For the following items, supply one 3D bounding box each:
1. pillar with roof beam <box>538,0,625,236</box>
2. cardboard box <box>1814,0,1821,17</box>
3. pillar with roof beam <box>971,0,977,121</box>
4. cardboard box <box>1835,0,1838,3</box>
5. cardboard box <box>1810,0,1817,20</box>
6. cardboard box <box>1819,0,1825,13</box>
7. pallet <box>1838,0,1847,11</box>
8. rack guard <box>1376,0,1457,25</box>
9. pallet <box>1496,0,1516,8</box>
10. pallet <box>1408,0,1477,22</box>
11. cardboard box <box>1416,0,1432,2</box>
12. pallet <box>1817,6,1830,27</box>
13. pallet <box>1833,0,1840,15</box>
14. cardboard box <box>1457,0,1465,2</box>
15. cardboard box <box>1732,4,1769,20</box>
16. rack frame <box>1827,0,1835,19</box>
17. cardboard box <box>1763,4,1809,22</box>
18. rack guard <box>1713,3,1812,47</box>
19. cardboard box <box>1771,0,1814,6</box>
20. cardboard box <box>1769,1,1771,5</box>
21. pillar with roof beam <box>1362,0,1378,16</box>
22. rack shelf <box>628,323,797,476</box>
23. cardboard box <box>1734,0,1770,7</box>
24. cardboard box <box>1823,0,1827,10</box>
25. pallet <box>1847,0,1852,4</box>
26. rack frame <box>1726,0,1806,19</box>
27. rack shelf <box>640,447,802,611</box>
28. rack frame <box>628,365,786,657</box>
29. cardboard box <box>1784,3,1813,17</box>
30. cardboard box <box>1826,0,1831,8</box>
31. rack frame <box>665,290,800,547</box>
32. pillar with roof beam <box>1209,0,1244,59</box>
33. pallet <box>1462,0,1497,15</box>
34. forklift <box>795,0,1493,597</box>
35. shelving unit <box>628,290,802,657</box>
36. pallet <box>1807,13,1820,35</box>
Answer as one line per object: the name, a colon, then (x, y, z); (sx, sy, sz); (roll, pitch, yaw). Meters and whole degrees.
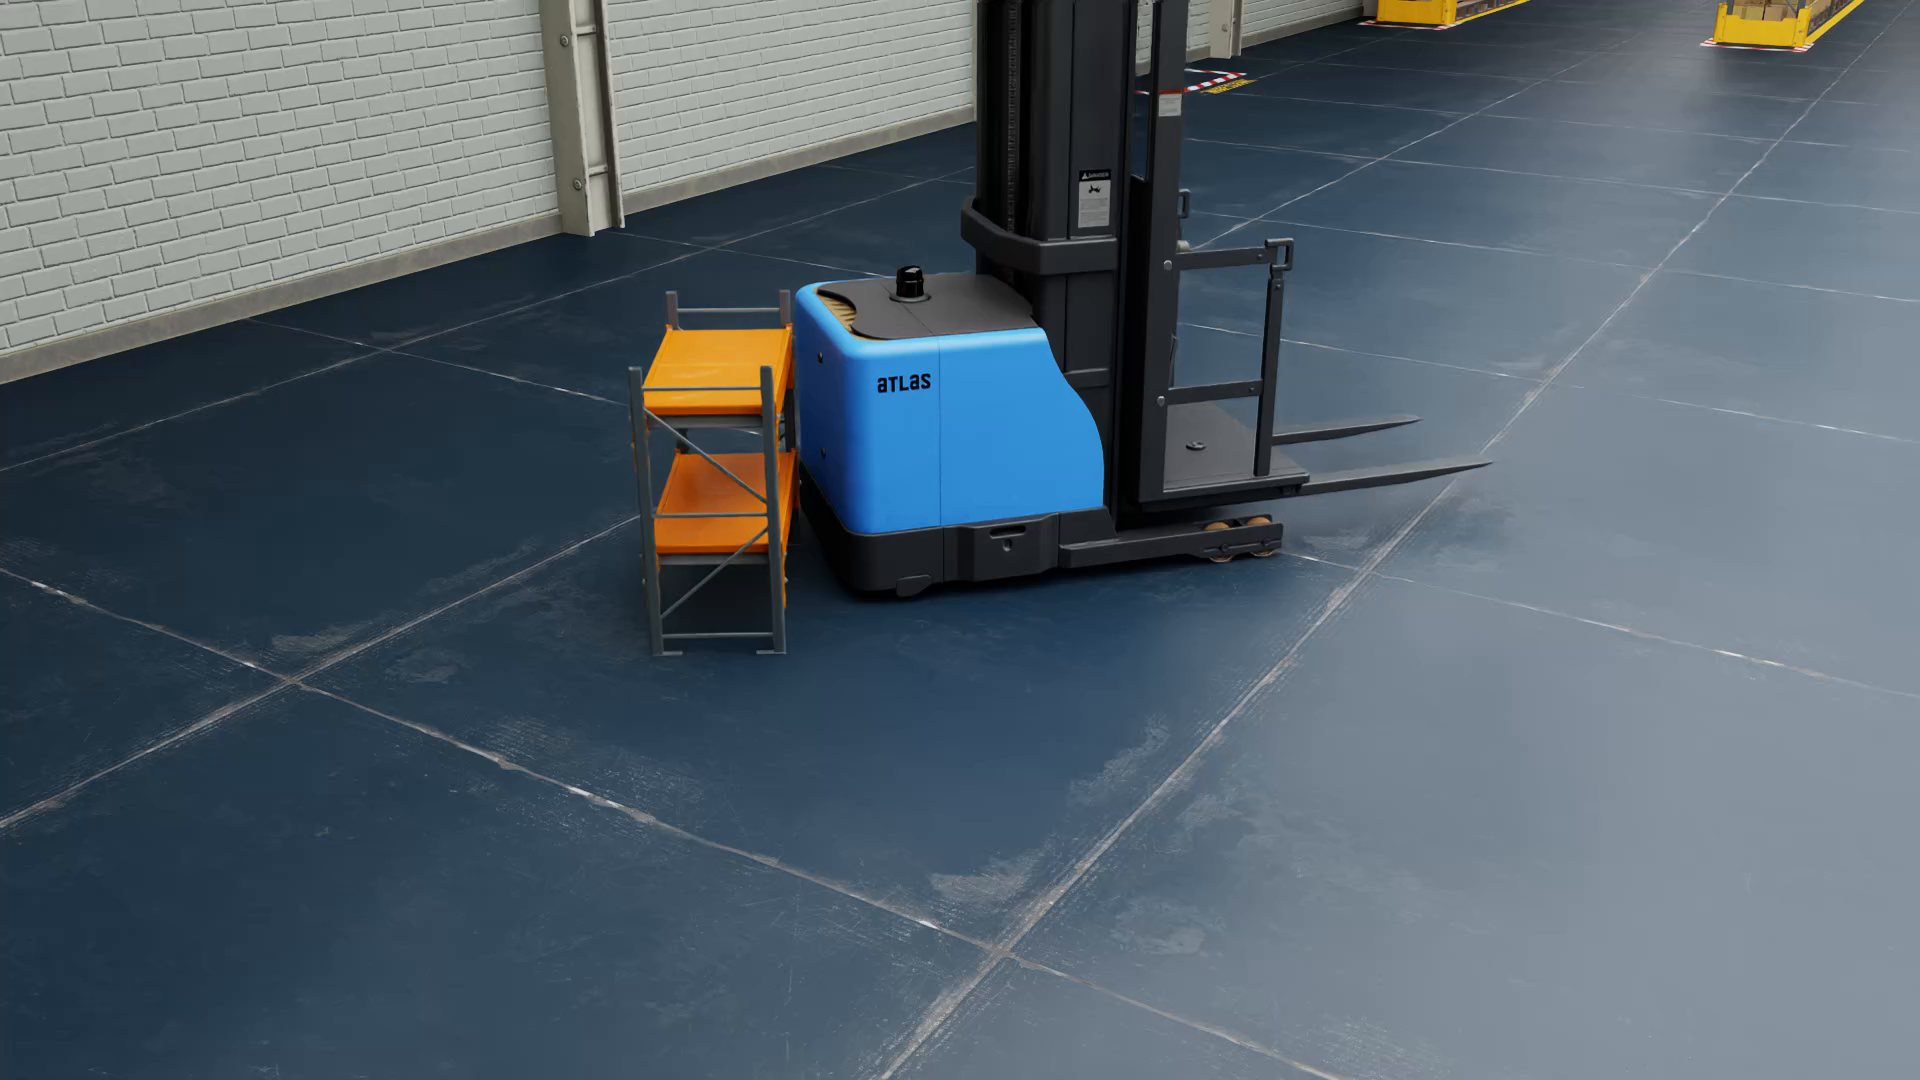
pillar with roof beam: (0.840, -5.614, 8.891); (9.100, 9.000, 0.400); (14, 27, 29)
cardboard box: (12.518, -7.955, 24.782); (0.500, 0.250, 0.500); (14, 27, 29)
pillar with roof beam: (4.005, -7.639, 13.568); (9.100, 9.000, 0.400); (14, 27, 29)
cardboard box: (13.787, -8.749, 26.616); (0.500, 0.250, 0.500); (13, 27, 28)
cardboard box: (12.251, -7.787, 24.395); (0.500, 0.250, 0.500); (14, 27, 29)
cardboard box: (12.782, -8.124, 25.172); (0.500, 0.250, 0.500); (14, 27, 29)
pallet: (14.362, -9.124, 28.061); (1.003, 0.211, 1.213); (14, 27, 29)
rack guard: (7.084, -8.299, 25.791); (1.175, 0.500, 0.348); (14, 27, 29)
pallet: (8.829, -9.257, 28.367); (1.003, 0.211, 1.213); (14, 27, 29)
pallet: (7.542, -8.433, 26.465); (1.003, 0.211, 1.213); (14, 27, 29)
cardboard box: (7.485, -8.603, 26.178); (0.500, 0.311, 0.500); (11, 26, 23)
pallet: (12.909, -8.194, 25.913); (1.003, 0.211, 1.213); (14, 27, 29)
pallet: (13.719, -8.711, 27.106); (1.003, 0.211, 1.213); (14, 27, 29)
cardboard box: (7.786, -8.796, 26.623); (0.500, 0.311, 0.500); (16, 28, 33)
cardboard box: (11.286, -7.557, 23.864); (0.500, 0.250, 0.500); (14, 27, 29)
rack frame: (13.364, -9.734, 25.959); (1.000, 3.000, 0.127); (14, 27, 29)
cardboard box: (11.726, -7.449, 23.614); (0.500, 0.250, 0.500); (14, 27, 29)
rack guard: (11.241, -7.228, 23.318); (1.175, 0.500, 0.348); (14, 27, 29)
cardboard box: (11.988, -7.962, 23.855); (0.500, 0.500, 0.500); (14, 27, 29)
cardboard box: (11.539, -7.729, 24.260); (0.500, 0.250, 0.500); (14, 27, 29)
pillar with roof beam: (10.335, -11.689, 22.924); (9.100, 9.000, 0.400); (14, 27, 29)
rack shelf: (-0.925, -0.557, 6.385); (0.538, 0.278, 1.000); (-1, 23, -2)
cardboard box: (11.284, -7.902, 23.716); (0.500, 0.500, 0.500); (14, 27, 29)
cardboard box: (13.033, -8.296, 25.569); (0.500, 0.250, 0.500); (14, 27, 29)
pallet: (15.007, -9.534, 29.009); (1.003, 0.211, 1.213); (14, 27, 29)
rack frame: (11.254, -8.384, 22.840); (1.000, 3.000, 0.127); (14, 27, 29)
rack shelf: (-0.925, -0.064, 6.599); (0.538, 0.278, 1.000); (-1, 23, -2)
rack frame: (-0.907, -0.087, 6.035); (0.500, 1.125, 0.032); (-1, 23, -2)
cardboard box: (11.986, -7.618, 24.005); (0.500, 0.250, 0.500); (14, 27, 29)
cardboard box: (13.305, -8.462, 25.954); (0.500, 0.250, 0.500); (14, 27, 29)
rack frame: (-0.943, -0.491, 6.968); (0.500, 1.125, 0.032); (-1, 23, -2)
pillar with roof beam: (7.170, -9.664, 18.246); (9.100, 9.000, 0.400); (14, 27, 29)
pallet: (8.187, -8.843, 27.412); (1.003, 0.211, 1.213); (14, 27, 29)
forklift: (0.864, -1.442, 6.891); (3.031, 2.935, 1.130); (-7, 24, -16)
shelving unit: (-0.925, -0.289, 6.501); (0.538, 1.125, 1.048); (-1, 23, -2)
pallet: (12.266, -7.781, 24.958); (1.003, 0.211, 1.213); (14, 27, 29)
